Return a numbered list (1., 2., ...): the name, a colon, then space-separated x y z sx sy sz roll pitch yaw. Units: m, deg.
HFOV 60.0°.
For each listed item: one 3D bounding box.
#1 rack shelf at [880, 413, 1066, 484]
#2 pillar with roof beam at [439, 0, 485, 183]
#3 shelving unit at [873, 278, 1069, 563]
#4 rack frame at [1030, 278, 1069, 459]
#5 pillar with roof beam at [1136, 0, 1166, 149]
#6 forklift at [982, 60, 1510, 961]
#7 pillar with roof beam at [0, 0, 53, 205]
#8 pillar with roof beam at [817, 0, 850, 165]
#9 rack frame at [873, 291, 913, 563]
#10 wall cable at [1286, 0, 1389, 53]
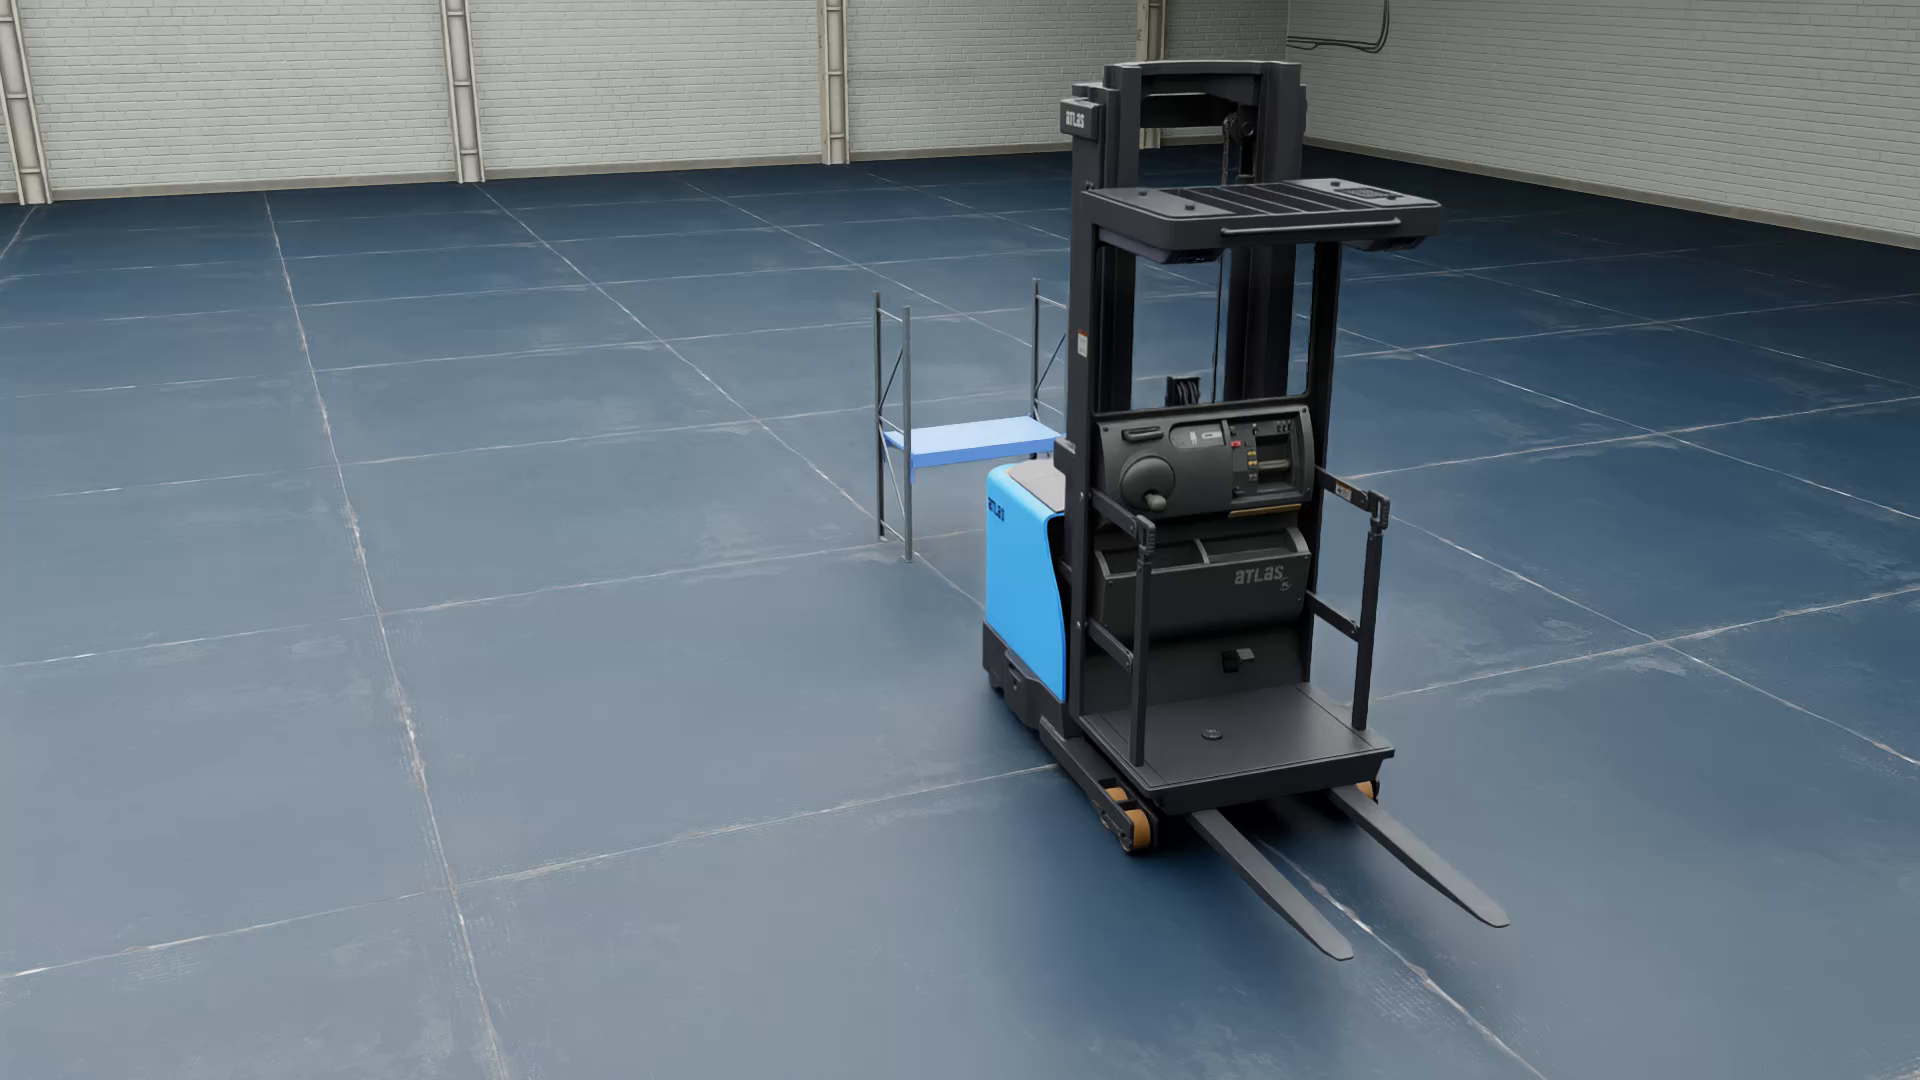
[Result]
1. rack shelf: 0.078 -0.549 9.865 1.000 0.185 0.538 -8 21 -22
2. pillar with roof beam: -5.906 -8.514 20.654 0.400 9.000 9.100 -8 21 -22
3. shelving unit: 0.078 -0.719 9.805 1.048 1.500 0.538 -8 21 -22
4. rack frame: 0.545 -0.786 9.995 0.032 1.500 0.500 -8 21 -22
5. pillar with roof beam: 5.112 -10.093 25.138 0.400 9.000 9.100 -8 21 -22
6. forklift: 1.067 -0.308 6.485 1.130 2.935 3.031 -6 20 -18
7. pillar with roof beam: -11.416 -7.725 18.413 0.400 9.000 9.100 -8 21 -22
8. pillar with roof beam: -0.397 -9.304 22.896 0.400 9.000 9.100 -8 21 -22
9. rack frame: -0.388 -0.652 9.615 0.032 1.500 0.500 -8 21 -22
10. wall cable: 6.636 -9.926 29.337 0.112 2.526 3.097 -8 21 -22
